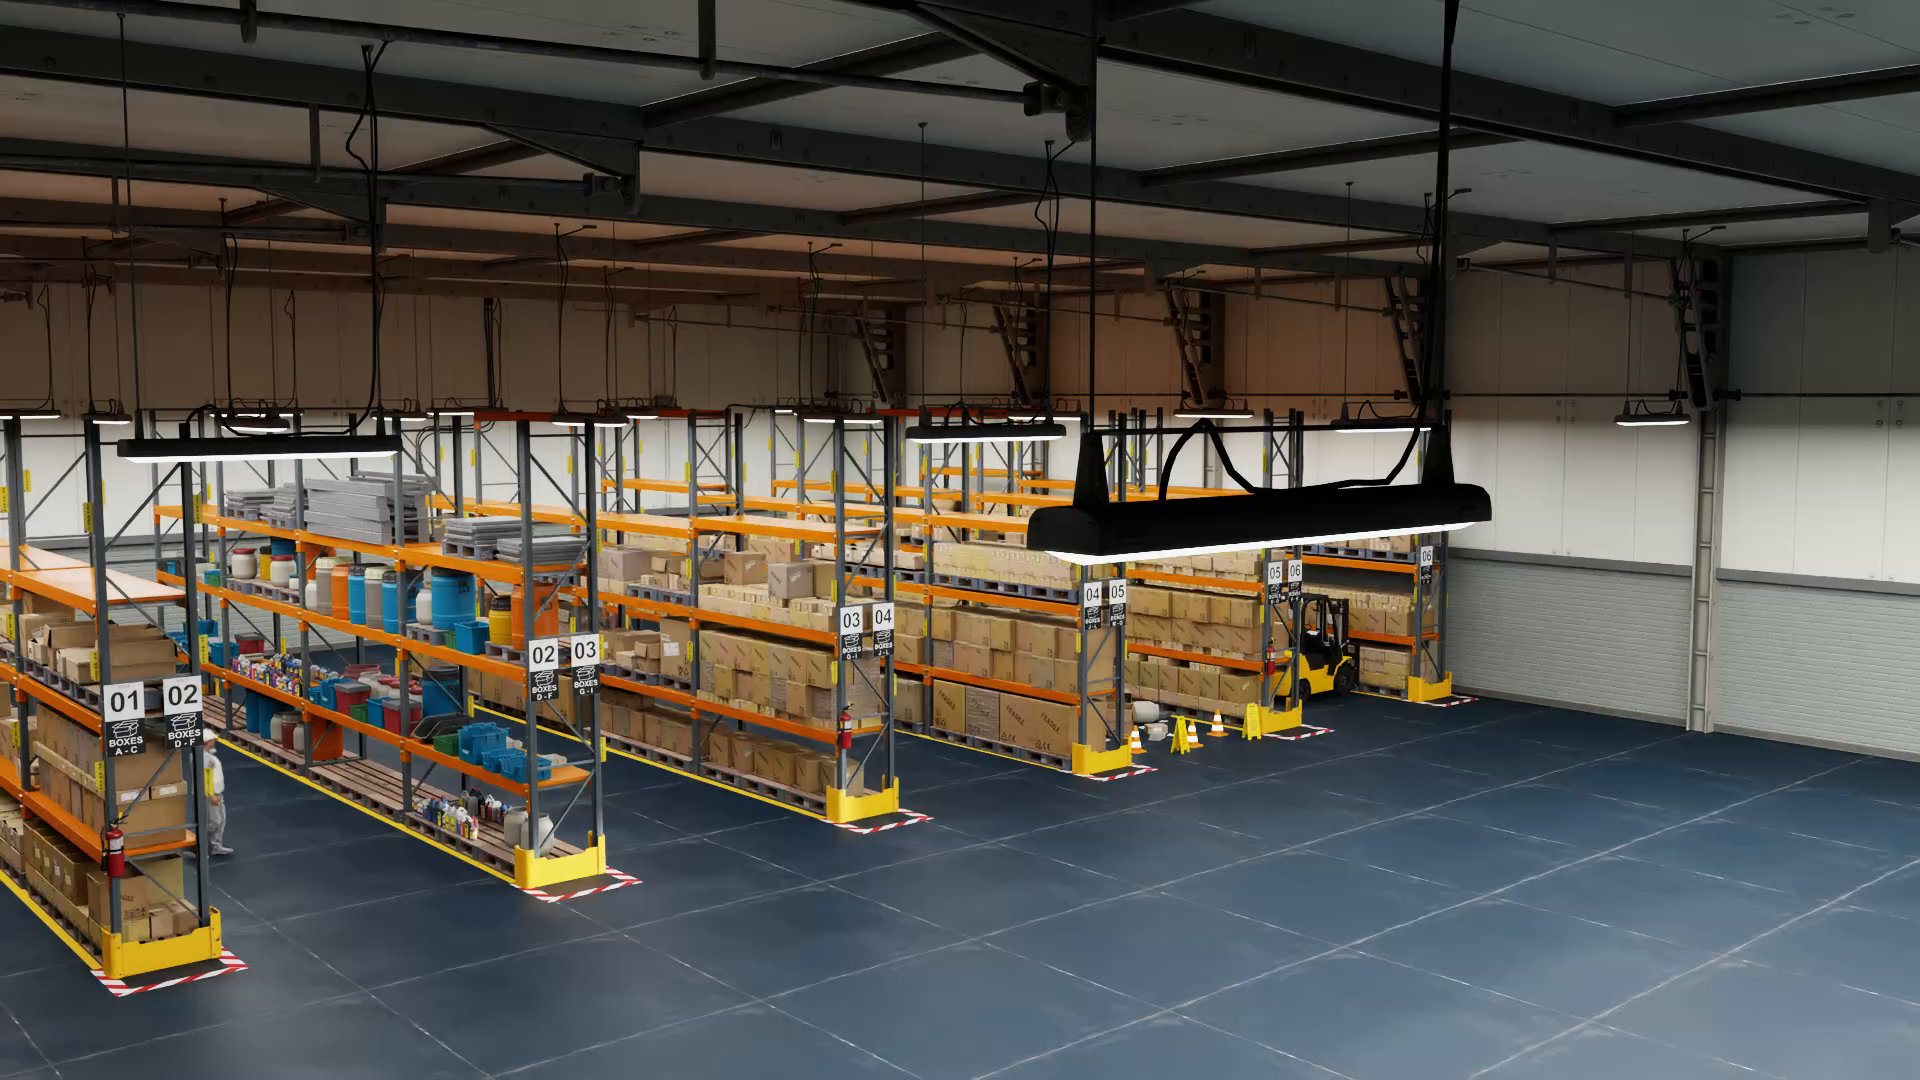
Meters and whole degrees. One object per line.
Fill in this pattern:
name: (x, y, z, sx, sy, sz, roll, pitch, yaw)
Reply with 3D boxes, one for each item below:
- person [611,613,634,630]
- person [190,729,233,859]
person: (-8.592, 1.787, 42.277, 0.995, 1.618, 0.459, 5, 7, 42)
person: (-10.303, 3.465, 22.796, 0.567, 1.774, 0.572, -1, 5, -9)
